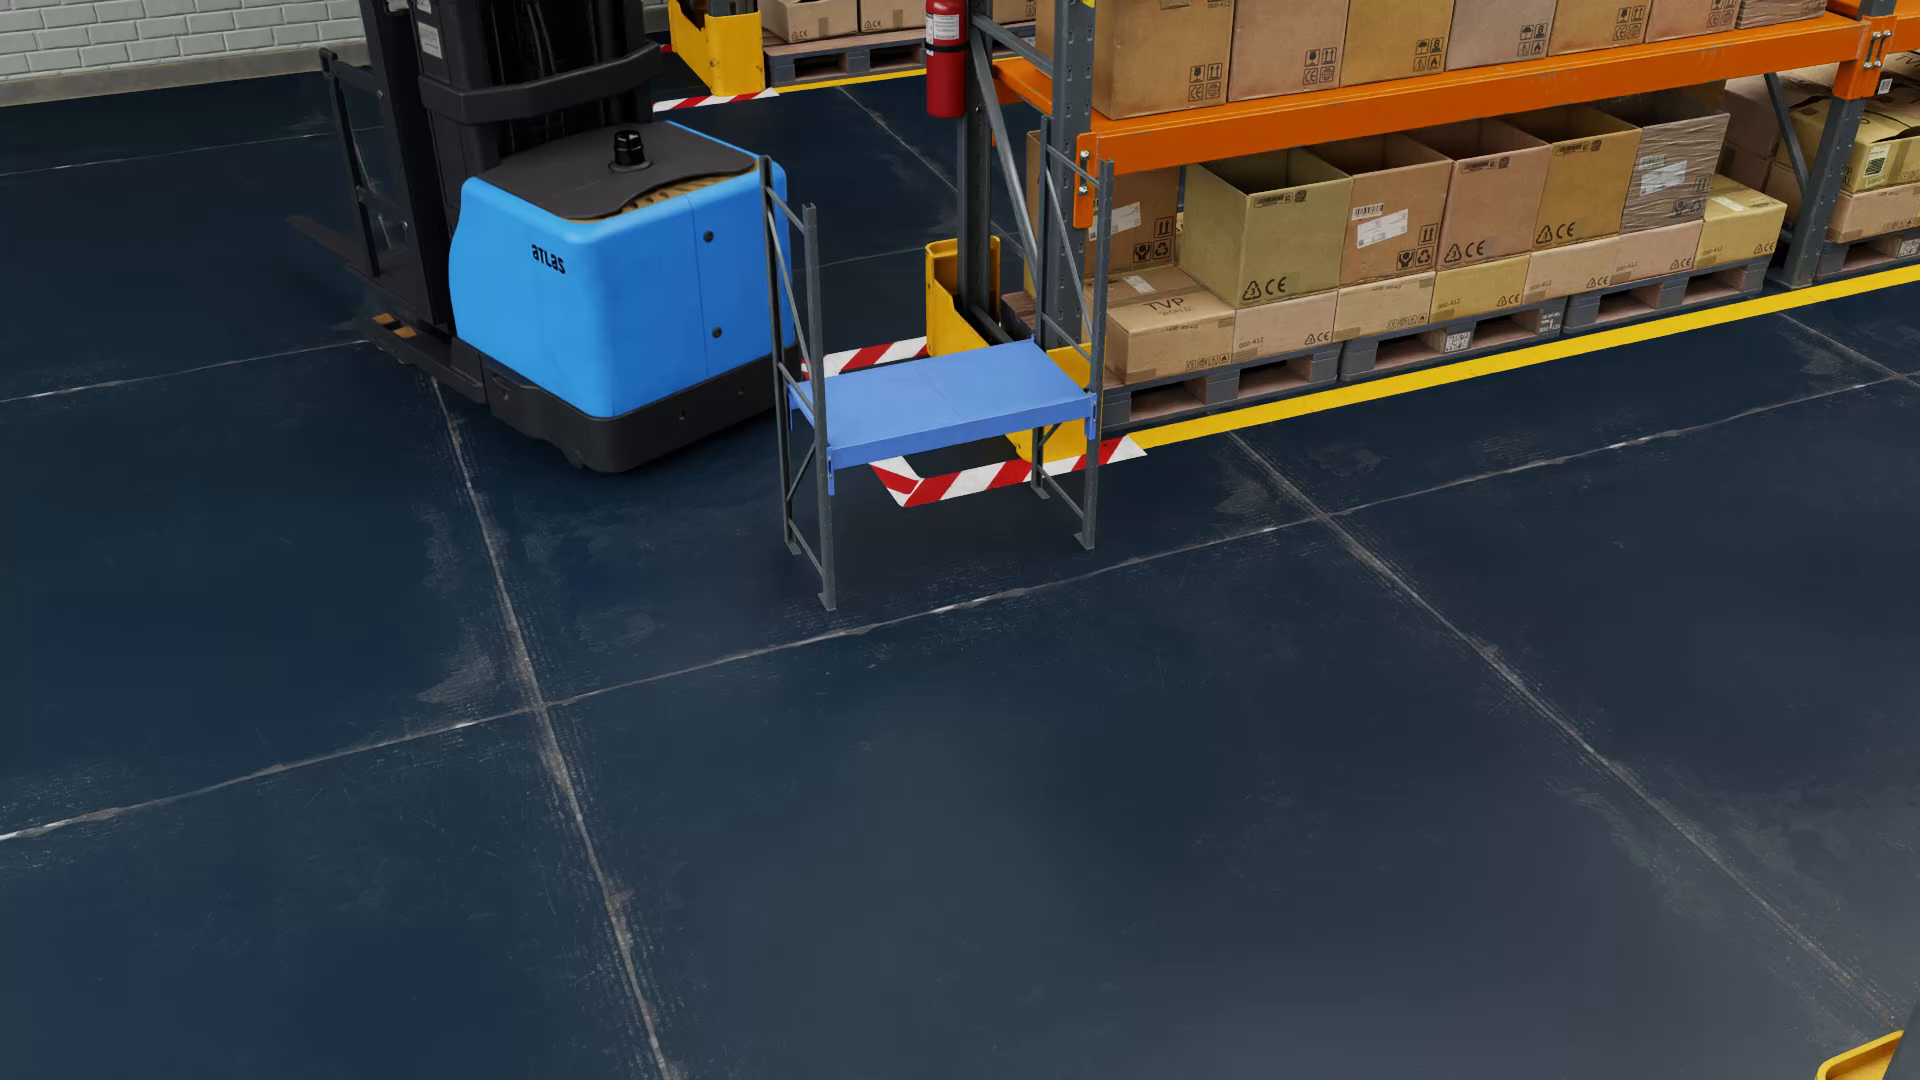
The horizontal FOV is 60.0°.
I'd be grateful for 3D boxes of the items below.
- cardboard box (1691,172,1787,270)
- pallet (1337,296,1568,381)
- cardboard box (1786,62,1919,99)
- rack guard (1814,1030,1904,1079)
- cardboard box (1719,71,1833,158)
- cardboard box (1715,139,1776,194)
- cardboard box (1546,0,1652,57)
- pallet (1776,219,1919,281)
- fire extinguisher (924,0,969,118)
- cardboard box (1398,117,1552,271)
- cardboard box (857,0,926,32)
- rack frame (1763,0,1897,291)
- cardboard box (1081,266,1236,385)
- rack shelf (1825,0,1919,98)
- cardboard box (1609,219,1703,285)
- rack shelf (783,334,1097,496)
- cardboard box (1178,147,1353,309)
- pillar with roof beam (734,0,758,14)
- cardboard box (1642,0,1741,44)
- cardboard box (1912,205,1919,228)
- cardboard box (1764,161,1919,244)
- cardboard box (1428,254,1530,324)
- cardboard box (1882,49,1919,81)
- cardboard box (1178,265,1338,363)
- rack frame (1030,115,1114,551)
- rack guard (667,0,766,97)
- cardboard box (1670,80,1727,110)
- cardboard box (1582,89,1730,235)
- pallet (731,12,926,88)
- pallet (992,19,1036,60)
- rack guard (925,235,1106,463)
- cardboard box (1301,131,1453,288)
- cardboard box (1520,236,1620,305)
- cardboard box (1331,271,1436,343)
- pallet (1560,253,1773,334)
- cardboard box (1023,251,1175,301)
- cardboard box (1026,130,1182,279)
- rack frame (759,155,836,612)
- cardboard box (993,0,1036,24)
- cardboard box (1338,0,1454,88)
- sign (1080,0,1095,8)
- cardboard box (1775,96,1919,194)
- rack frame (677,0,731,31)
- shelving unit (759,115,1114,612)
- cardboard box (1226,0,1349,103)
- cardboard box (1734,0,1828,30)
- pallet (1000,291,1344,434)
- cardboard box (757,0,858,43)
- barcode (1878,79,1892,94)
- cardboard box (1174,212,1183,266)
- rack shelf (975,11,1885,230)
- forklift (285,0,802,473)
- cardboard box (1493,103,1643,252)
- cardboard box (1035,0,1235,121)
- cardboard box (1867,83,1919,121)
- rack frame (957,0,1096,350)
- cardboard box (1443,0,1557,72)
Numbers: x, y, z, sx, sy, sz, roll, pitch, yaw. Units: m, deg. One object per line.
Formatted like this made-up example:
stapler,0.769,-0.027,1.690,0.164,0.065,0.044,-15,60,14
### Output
cardboard box,3.580,-1.550,8.018,0.500,0.250,0.500,-13,35,-19
pallet,2.047,-1.159,7.838,1.213,0.211,1.003,-13,35,-19
cardboard box,4.662,-2.336,8.712,0.500,0.311,0.500,-12,35,-18
rack guard,2.201,1.610,3.318,0.348,0.500,1.175,-13,35,-19
cardboard box,4.185,-2.223,8.538,0.500,0.311,0.500,-13,35,-19
cardboard box,4.193,-1.991,8.696,0.500,0.250,0.500,-13,35,-19
cardboard box,2.568,-2.461,7.190,0.500,0.500,0.700,-12,35,-18
pallet,4.587,-1.741,8.732,1.213,0.211,1.003,-13,35,-19
fire extinguisher,-0.054,-2.066,6.746,0.183,0.674,0.296,-13,35,-19
cardboard box,2.199,-1.545,7.322,0.500,0.500,0.500,-13,35,-19
cardboard box,-0.488,-3.659,11.185,0.500,0.311,0.500,-10,34,-15
rack frame,3.923,-2.735,7.702,0.127,3.000,1.000,-13,35,-19
cardboard box,0.815,-0.915,7.042,0.500,0.250,0.500,-13,35,-19
rack shelf,5.767,-2.855,8.548,4.000,0.370,1.077,-13,35,-19
cardboard box,3.115,-1.450,7.864,0.500,0.250,0.500,-13,35,-19
rack shelf,-0.079,-0.460,5.911,1.000,0.185,0.538,-13,35,-19
cardboard box,1.275,-1.336,7.001,0.500,0.500,0.500,-13,35,-19
pillar with roof beam,0.291,-5.313,6.164,0.400,9.000,9.100,-13,35,-19
cardboard box,3.032,-2.565,7.350,0.500,0.500,0.700,-13,35,-19
cardboard box,4.862,-1.826,8.442,0.500,0.250,0.500,-12,35,-18
cardboard box,4.390,-1.719,8.277,0.500,0.250,0.500,-14,35,-20
cardboard box,2.199,-1.231,7.527,0.500,0.250,0.500,-13,35,-19
cardboard box,5.123,-2.440,8.872,0.500,0.311,0.500,-13,35,-19
cardboard box,1.275,-1.022,7.207,0.500,0.250,0.500,-13,35,-19
rack frame,0.390,-0.718,5.978,0.032,1.500,0.500,-13,35,-19
rack guard,-1.616,-3.349,10.938,0.348,0.500,1.175,-13,35,-19
cardboard box,3.374,-2.132,8.225,0.500,0.500,0.500,-13,35,-19
cardboard box,3.114,-1.765,7.661,0.500,0.500,0.500,-13,35,-19
pallet,-0.854,-3.381,11.253,1.213,0.211,1.003,-13,35,-19
pallet,0.269,-3.637,11.646,1.213,0.211,1.003,-13,35,-19
rack guard,0.212,-0.837,7.078,0.348,0.500,1.175,-13,35,-19
cardboard box,1.731,-1.448,7.173,0.500,0.500,0.500,-13,35,-19
cardboard box,2.660,-1.337,7.690,0.500,0.250,0.500,-13,35,-19
cardboard box,1.736,-1.128,7.369,0.500,0.250,0.500,-13,35,-19
pallet,3.173,-1.419,8.237,1.213,0.211,1.003,-13,35,-19
cardboard box,0.615,-1.175,7.442,0.500,0.250,0.500,-13,35,-19
cardboard box,0.614,-1.491,7.239,0.500,0.500,0.500,-13,35,-19
rack frame,-0.547,-0.503,5.648,0.032,1.500,0.500,-13,35,-19
cardboard box,0.208,-3.868,11.333,0.500,0.500,0.700,-15,36,-22
cardboard box,1.612,-2.239,6.850,0.500,0.500,0.700,-13,35,-19
sign,0.444,-2.006,5.716,0.005,0.325,0.100,-13,35,-19
cardboard box,4.400,-1.955,8.126,0.500,0.311,0.500,-13,35,-19
rack frame,-1.687,-4.380,10.232,0.127,3.000,1.000,-13,35,-19
shelving unit,-0.079,-0.611,5.813,1.048,1.500,0.538,-13,35,-19
cardboard box,1.152,-2.137,6.693,0.500,0.500,0.700,-12,35,-18
cardboard box,3.516,-2.680,7.526,0.500,0.500,0.700,-14,36,-20
pallet,0.923,-0.904,7.445,1.213,0.211,1.003,-13,35,-19
cardboard box,-1.014,-3.539,11.000,0.500,0.311,0.500,-17,37,-24
barcode,4.319,-2.118,7.763,0.075,0.075,0.001,-13,35,-19
cardboard box,1.071,-1.287,7.614,0.500,0.250,0.500,-13,35,-19
rack shelf,2.079,-2.011,7.250,4.000,0.370,1.077,-13,35,-19
forklift,-2.069,-2.193,6.932,1.130,2.935,3.031,-29,43,-36
cardboard box,2.655,-1.657,7.496,0.500,0.500,0.500,-13,35,-19
cardboard box,0.670,-2.024,6.519,0.500,0.500,0.700,-13,35,-19
cardboard box,4.864,-2.058,8.285,0.500,0.311,0.500,-13,35,-19
rack frame,0.235,-1.890,6.405,0.127,3.000,1.000,-13,35,-19
cardboard box,2.096,-2.352,7.023,0.500,0.500,0.700,-12,35,-18
